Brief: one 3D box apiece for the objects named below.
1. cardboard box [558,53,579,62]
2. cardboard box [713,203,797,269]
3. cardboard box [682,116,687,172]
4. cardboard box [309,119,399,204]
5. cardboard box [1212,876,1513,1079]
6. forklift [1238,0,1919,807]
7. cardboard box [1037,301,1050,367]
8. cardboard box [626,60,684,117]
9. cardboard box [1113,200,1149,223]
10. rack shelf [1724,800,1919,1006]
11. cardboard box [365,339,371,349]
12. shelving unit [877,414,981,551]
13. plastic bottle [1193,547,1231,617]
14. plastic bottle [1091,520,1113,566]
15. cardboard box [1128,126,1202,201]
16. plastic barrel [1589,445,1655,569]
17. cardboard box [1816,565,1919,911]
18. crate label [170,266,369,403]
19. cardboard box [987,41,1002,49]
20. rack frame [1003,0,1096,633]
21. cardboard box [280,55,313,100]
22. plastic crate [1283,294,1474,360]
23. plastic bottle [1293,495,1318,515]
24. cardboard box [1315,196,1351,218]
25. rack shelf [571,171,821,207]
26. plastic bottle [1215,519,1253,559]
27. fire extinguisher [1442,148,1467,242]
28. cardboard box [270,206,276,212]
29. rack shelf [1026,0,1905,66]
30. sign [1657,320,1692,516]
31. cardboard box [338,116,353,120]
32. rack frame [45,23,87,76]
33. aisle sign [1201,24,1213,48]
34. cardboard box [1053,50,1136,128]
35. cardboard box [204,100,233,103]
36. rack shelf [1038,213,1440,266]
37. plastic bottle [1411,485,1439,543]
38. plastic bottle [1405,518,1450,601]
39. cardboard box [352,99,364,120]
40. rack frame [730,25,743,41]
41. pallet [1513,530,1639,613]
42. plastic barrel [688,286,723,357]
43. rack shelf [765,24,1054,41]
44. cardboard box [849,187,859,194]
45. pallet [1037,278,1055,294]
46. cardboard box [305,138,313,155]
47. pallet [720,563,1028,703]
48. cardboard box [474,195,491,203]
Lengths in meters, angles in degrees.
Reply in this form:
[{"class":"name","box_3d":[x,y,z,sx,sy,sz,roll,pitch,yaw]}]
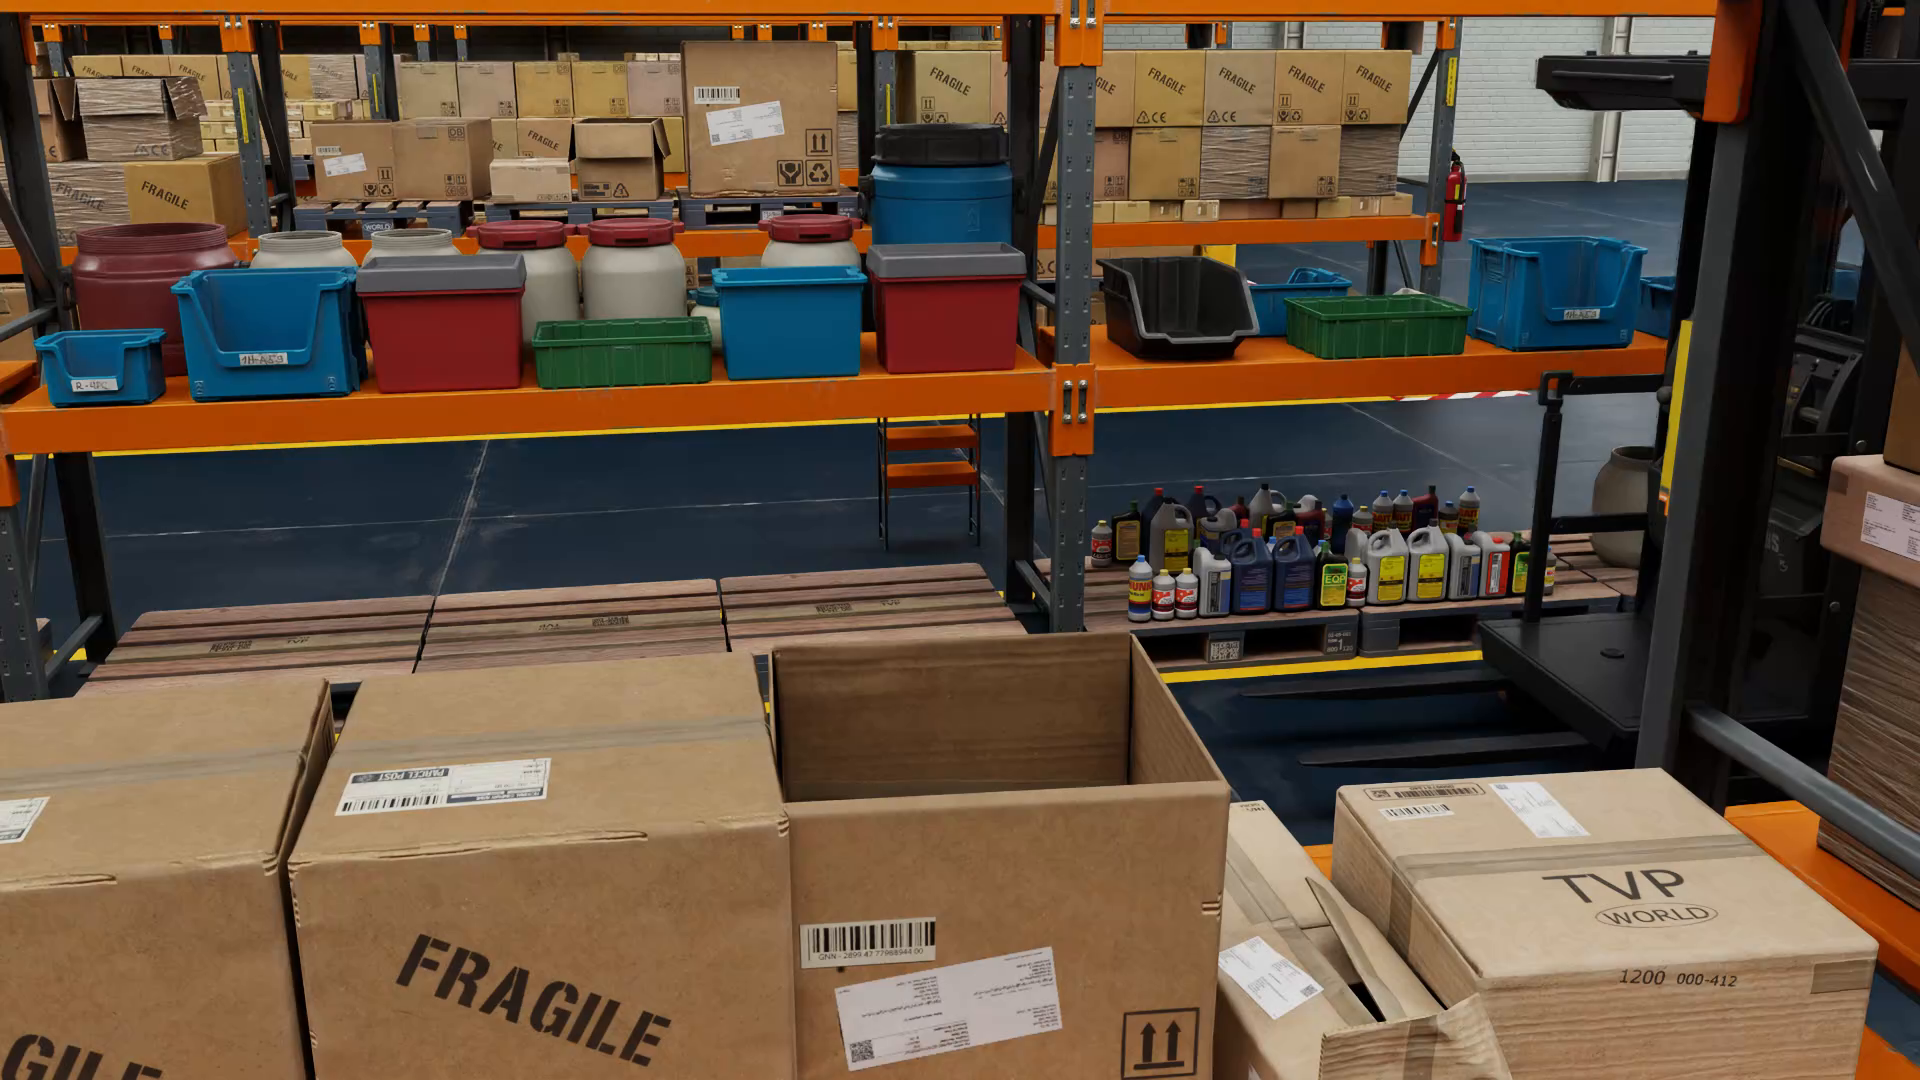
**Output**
[{"class":"cardboard box","box_3d":[-4.836,-5.941,20.549,0.250,0.149,0.380,-4,18,-13]},{"class":"cardboard box","box_3d":[-2.015,-2.934,16.373,0.750,0.750,1.050,-3,17,-11]},{"class":"cardboard box","box_3d":[-2.381,-3.783,15.849,0.500,0.500,0.500,-3,17,-11]},{"class":"cardboard box","box_3d":[-3.986,-2.501,10.961,0.500,0.500,0.500,-5,18,-17]},{"class":"cardboard box","box_3d":[0.466,0.588,2.017,0.258,0.266,0.396,-4,17,-12]},{"class":"forklift","box_3d":[2.587,-0.605,5.789,3.031,2.935,1.130,-3,17,-9]},{"class":"cardboard box","box_3d":[0.380,-1.485,12.079,0.500,0.500,0.500,2,17,7]},{"class":"cardboard box","box_3d":[-2.910,-4.309,15.858,0.500,0.500,0.700,-3,17,-10]},{"class":"cardboard box","box_3d":[1.157,-2.327,11.706,0.250,0.149,0.380,-3,17,-10]},{"class":"rack shelf","box_3d":[3.258,0.654,2.797,4.000,0.370,1.077,-3,17,-10]},{"class":"cardboard box","box_3d":[-3.854,-1.270,11.345,0.500,0.500,0.700,-4,18,-13]},{"class":"shelving unit","box_3d":[-0.163,-0.564,8.606,0.503,1.200,0.258,-3,17,-10]},{"class":"plastic bottle","box_3d":[1.067,0.168,7.045,0.135,0.276,0.152,-3,17,-8]},{"class":"plastic bottle","box_3d":[0.656,0.011,7.683,0.097,0.201,0.097,0,17,0]},{"class":"cardboard box","box_3d":[1.341,-2.722,11.887,0.500,0.500,0.875,-3,17,-10]},{"class":"plastic barrel","box_3d":[3.162,-0.154,7.726,0.421,0.512,0.421,0,17,0]},{"class":"cardboard box","box_3d":[1.729,0.348,2.401,0.500,0.500,0.700,-4,17,-12]},{"class":"crate label","box_3d":[-2.542,-0.778,6.175,0.616,0.435,0.502,-3,17,-10]},{"class":"cardboard box","box_3d":[0.508,-6.064,21.067,0.500,0.500,0.700,-3,17,-10]},{"class":"rack frame","box_3d":[0.358,-1.006,6.979,0.127,3.000,1.000,-3,17,-10]},{"class":"cardboard box","box_3d":[-7.838,-5.433,19.518,0.500,0.500,0.500,-3,17,-10]},{"class":"plastic crate","box_3d":[1.745,-0.899,6.991,0.662,0.188,0.450,-3,17,-10]},{"class":"plastic bottle","box_3d":[1.602,-0.070,7.821,0.135,0.276,0.152,-3,17,-9]},{"class":"cardboard box","box_3d":[2.624,-2.419,12.006,0.250,0.149,0.380,-3,17,-10]},{"class":"rack shelf","box_3d":[-3.387,-3.414,16.044,4.000,0.370,1.077,-3,17,-10]},{"class":"plastic bottle","box_3d":[1.202,0.083,7.195,0.185,0.351,0.144,-3,17,-10]},{"class":"fire extinguisher","box_3d":[3.546,-2.493,11.952,0.183,0.674,0.296,-3,17,-10]},{"class":"cardboard box","box_3d":[-6.571,-3.014,15.781,0.500,0.250,0.500,-3,17,-11]},{"class":"rack shelf","box_3d":[2.322,-2.208,7.007,4.000,0.370,1.077,-3,17,-10]},{"class":"sign","box_3d":[1.188,-0.190,2.711,0.005,0.325,0.100,-3,17,-10]},{"class":"cardboard box","box_3d":[-5.863,-3.900,15.608,0.250,0.149,0.380,-2,17,-8]},{"class":"rack frame","box_3d":[-10.316,-4.845,19.478,0.127,3.000,1.000,-3,17,-10]},{"class":"aisle sign","box_3d":[2.517,-5.425,16.939,0.004,0.787,0.394,-3,17,-10]},{"class":"cardboard box","box_3d":[0.891,-3.110,11.448,0.500,0.500,0.500,-3,17,-10]},{"class":"cardboard box","box_3d":[-6.871,-3.983,15.372,0.250,0.149,0.380,-2,17,-8]},{"class":"rack shelf","box_3d":[1.383,-2.201,12.096,4.000,0.370,1.077,-3,17,-10]},{"class":"plastic bottle","box_3d":[2.221,-0.122,7.978,0.133,0.283,0.061,-3,17,-10]},{"class":"plastic bottle","box_3d":[2.015,0.080,7.205,0.185,0.351,0.144,-3,17,-8]},{"class":"cardboard box","box_3d":[-7.319,-5.105,19.729,0.500,0.250,0.500,-4,17,-12]},{"class":"rack frame","box_3d":[-3.406,-6.722,25.587,0.127,3.000,1.000,-3,17,-10]},{"class":"pallet","box_3d":[3.421,0.166,7.913,1.213,0.211,1.003,-3,17,-10]},{"class":"plastic barrel","box_3d":[-0.970,-0.911,6.903,0.301,0.262,0.301,0,17,0]},{"class":"rack shelf","box_3d":[-0.497,-6.492,20.957,4.000,0.370,1.077,-3,17,-10]},{"class":"cardboard box","box_3d":[-0.792,-3.069,16.600,0.875,0.875,0.875,-3,17,-10]},{"class":"pallet","box_3d":[0.539,-2.625,16.999,1.213,0.211,1.003,-3,17,-10]},{"class":"cardboard box","box_3d":[-5.747,-3.567,15.030,0.250,0.149,0.380,-3,17,-10]},{"class":"pallet","box_3d":[-0.405,0.382,7.209,1.213,0.211,1.003,-3,17,-10]},{"class":"cardboard box","box_3d":[-5.832,-4.041,20.621,0.625,0.372,0.950,-4,18,-14]}]
